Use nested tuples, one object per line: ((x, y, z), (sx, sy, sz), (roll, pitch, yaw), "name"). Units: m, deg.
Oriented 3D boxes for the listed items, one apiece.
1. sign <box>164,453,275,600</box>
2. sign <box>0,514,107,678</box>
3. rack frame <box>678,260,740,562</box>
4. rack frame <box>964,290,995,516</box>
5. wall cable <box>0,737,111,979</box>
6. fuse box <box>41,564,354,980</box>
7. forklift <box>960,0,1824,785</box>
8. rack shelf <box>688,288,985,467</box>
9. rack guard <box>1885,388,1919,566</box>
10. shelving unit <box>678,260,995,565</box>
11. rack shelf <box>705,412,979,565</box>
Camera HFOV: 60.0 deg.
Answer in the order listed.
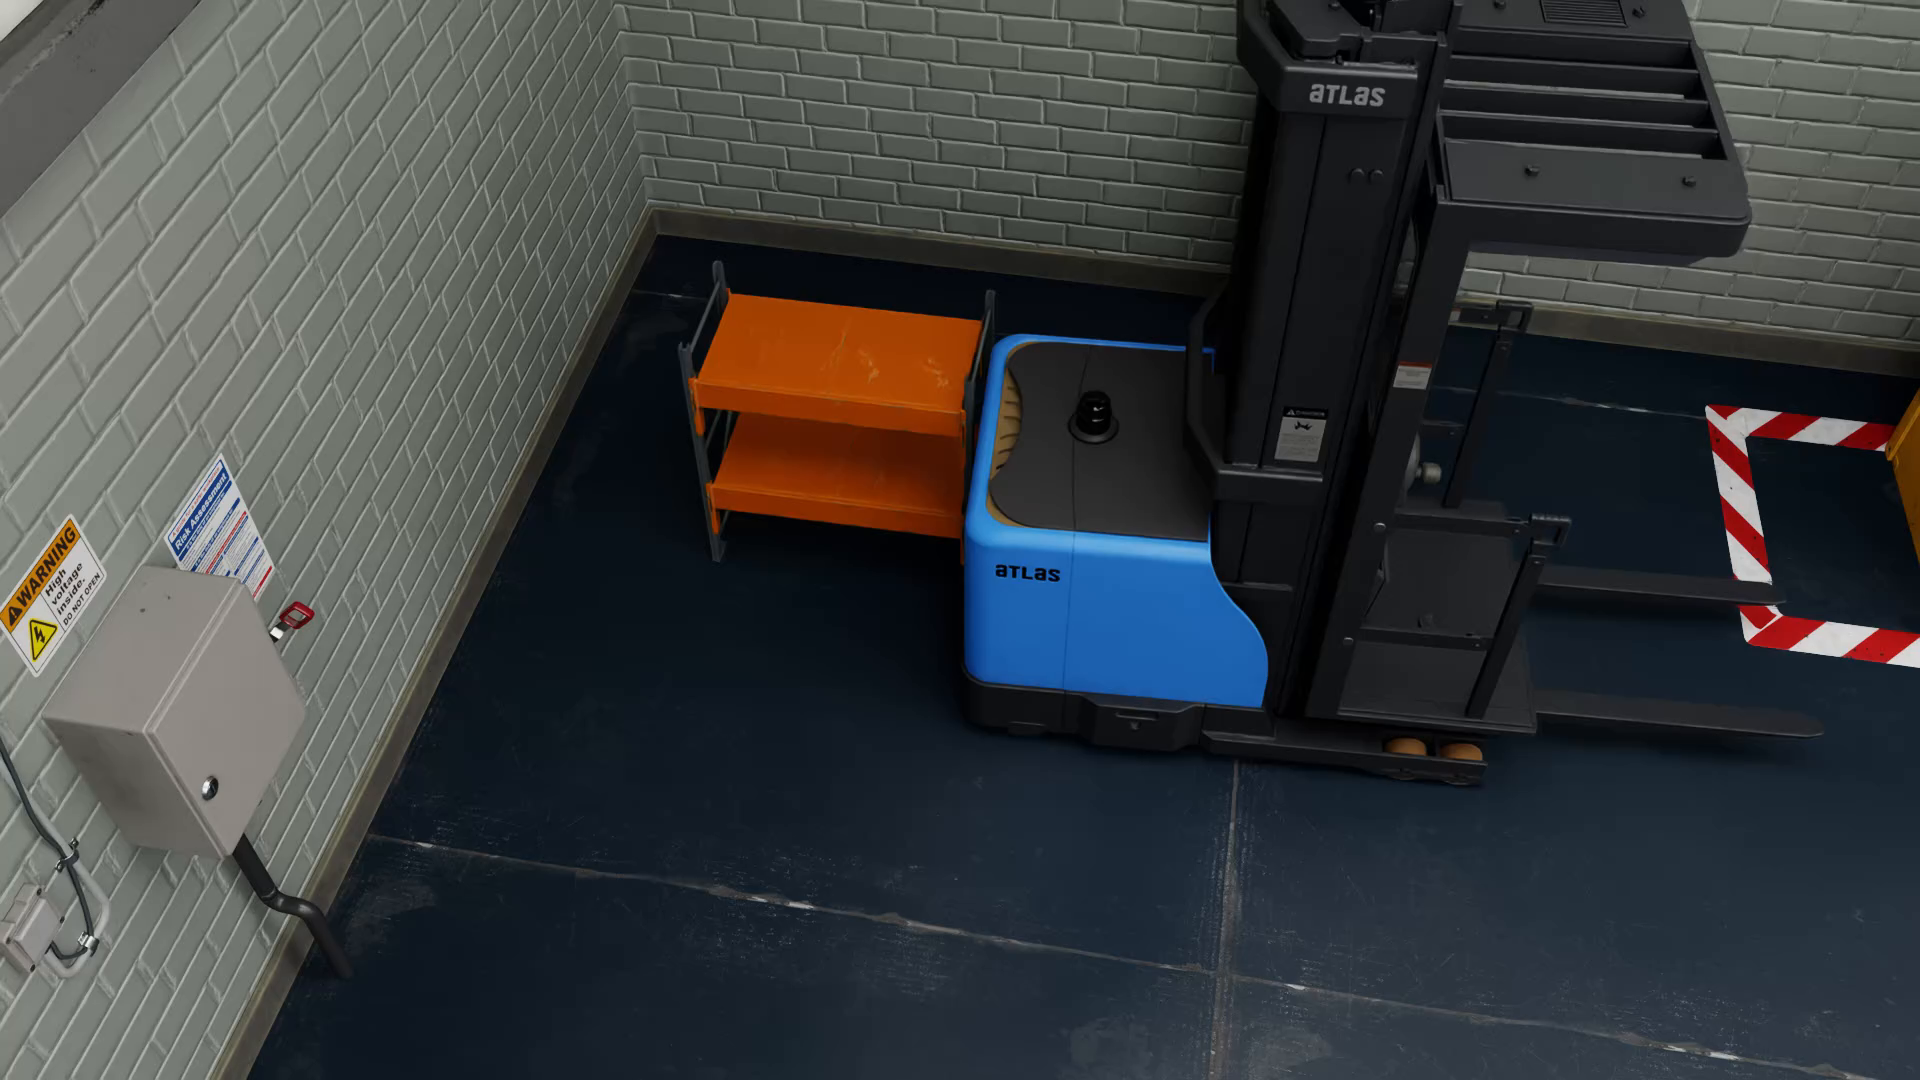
((-2.099, 0.040, 4.734), (0.001, 0.494, 0.329), (8, 49, 7), "sign")
((-2.197, 0.134, 4.030), (0.001, 0.242, 0.339), (8, 49, 7), "sign")
((-0.931, -0.472, 6.390), (0.032, 1.125, 0.500), (7, 48, 6), "rack frame")
((0.071, -0.346, 6.277), (0.032, 1.125, 0.500), (7, 48, 6), "rack frame")
((-2.260, 0.536, 3.541), (0.122, 1.984, 0.588), (8, 49, 7), "wall cable")
((-1.983, 0.827, 4.828), (0.414, 1.711, 0.539), (8, 49, 7), "fuse box")
((1.555, -0.527, 5.225), (3.031, 2.935, 1.130), (5, 48, 4), "forklift")
((-0.430, -0.605, 6.116), (1.000, 0.278, 0.538), (7, 48, 6), "rack shelf")
((4.006, -0.144, 6.516), (0.348, 0.500, 1.175), (8, 49, 7), "rack guard")
((-0.430, -0.409, 6.333), (1.048, 1.125, 0.538), (7, 48, 6), "shelving unit")
((-0.430, -0.246, 6.515), (1.000, 0.278, 0.538), (7, 48, 6), "rack shelf")
